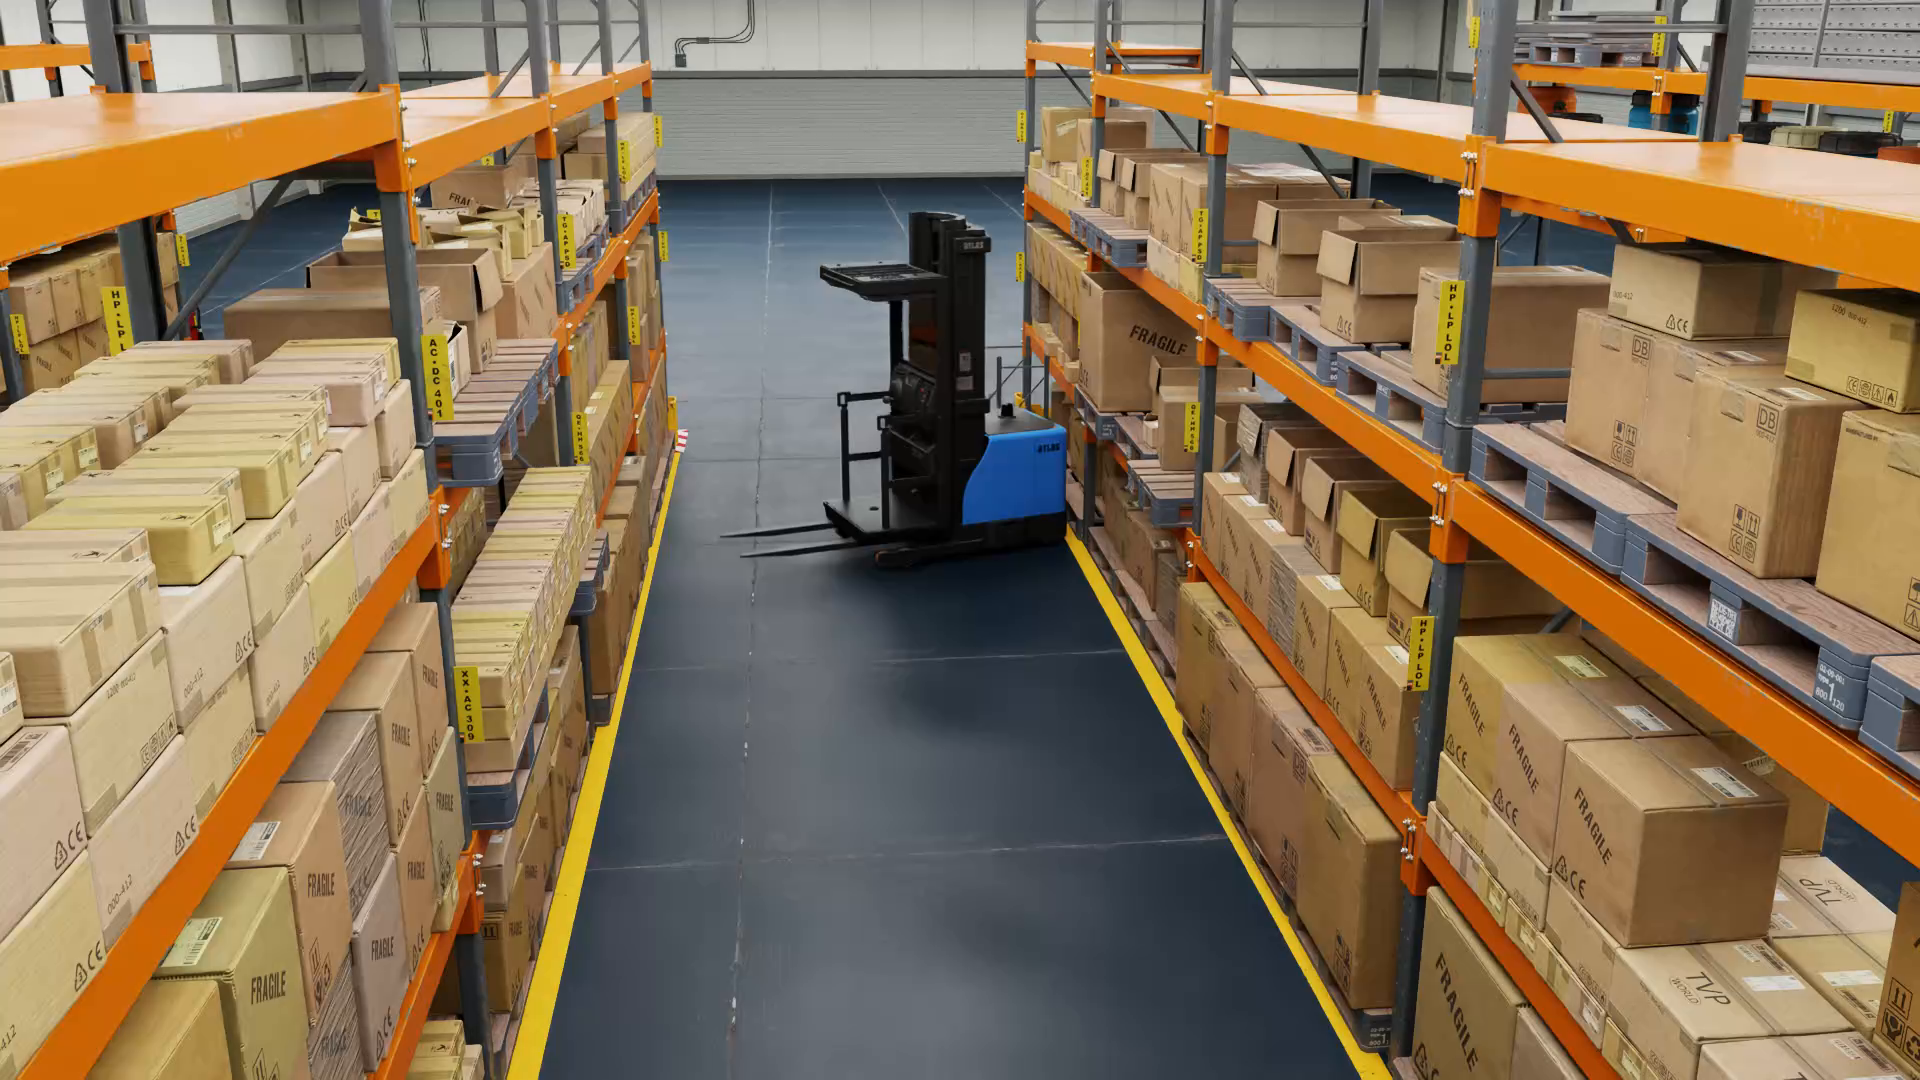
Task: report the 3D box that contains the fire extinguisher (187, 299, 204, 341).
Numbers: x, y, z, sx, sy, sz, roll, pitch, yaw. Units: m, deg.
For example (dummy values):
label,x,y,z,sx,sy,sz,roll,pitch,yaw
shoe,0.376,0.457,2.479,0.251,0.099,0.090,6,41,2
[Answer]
label,x,y,z,sx,sy,sz,roll,pitch,yaw
fire extinguisher,-8.205,-2.315,17.671,0.296,0.674,0.183,-2,18,-6

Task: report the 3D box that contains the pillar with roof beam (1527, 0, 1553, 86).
label,x,y,z,sx,sy,sz,roll,pitch,yaw
pillar with roof beam,10.161,-12.766,40.818,9.100,9.000,0.400,-2,18,-6

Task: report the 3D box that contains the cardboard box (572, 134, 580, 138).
label,x,y,z,sx,sy,sz,roll,pitch,yaw
cardboard box,-3.838,-3.783,16.096,0.500,0.250,0.500,-2,18,-6

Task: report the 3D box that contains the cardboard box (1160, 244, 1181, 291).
label,x,y,z,sx,sy,sz,roll,pitch,yaw
cardboard box,1.673,-1.867,11.359,0.500,0.250,0.500,-2,18,-6

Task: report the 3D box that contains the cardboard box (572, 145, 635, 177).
label,x,y,z,sx,sy,sz,roll,pitch,yaw
cardboard box,-3.152,-3.349,14.714,0.500,0.250,0.500,-2,18,-6

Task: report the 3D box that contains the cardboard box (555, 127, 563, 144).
label,x,y,z,sx,sy,sz,roll,pitch,yaw
cardboard box,-3.786,-3.635,14.961,0.380,0.149,0.250,-2,18,-5

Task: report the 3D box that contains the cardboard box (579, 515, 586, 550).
label,x,y,z,sx,sy,sz,roll,pitch,yaw
cardboard box,-2.351,-0.034,9.500,0.380,0.149,0.250,-1,17,-4

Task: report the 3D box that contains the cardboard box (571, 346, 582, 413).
label,x,y,z,sx,sy,sz,roll,pitch,yaw
cardboard box,-3.058,-1.065,11.725,0.700,0.500,0.500,-2,18,-6

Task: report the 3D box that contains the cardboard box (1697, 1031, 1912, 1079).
label,x,y,z,sx,sy,sz,roll,pitch,yaw
cardboard box,2.437,1.648,4.673,0.500,0.250,0.500,-2,18,-8

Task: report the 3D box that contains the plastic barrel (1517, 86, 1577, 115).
label,x,y,z,sx,sy,sz,roll,pitch,yaw
plastic barrel,6.308,-4.458,17.943,0.600,0.830,0.708,-2,18,-6

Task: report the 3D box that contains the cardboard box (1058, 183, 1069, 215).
label,x,y,z,sx,sy,sz,roll,pitch,yaw
cardboard box,1.210,-3.213,15.645,0.500,0.250,0.500,-2,18,-6

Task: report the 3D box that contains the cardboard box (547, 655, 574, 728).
label,x,y,z,sx,sy,sz,roll,pitch,yaw
cardboard box,-2.519,0.877,9.594,0.500,0.250,0.500,-2,17,-5

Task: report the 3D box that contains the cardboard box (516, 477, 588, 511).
label,x,y,z,sx,sy,sz,roll,pitch,yaw
cardboard box,-2.383,-0.260,9.724,0.380,0.149,0.250,-2,18,-6

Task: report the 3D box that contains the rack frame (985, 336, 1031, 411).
label,x,y,z,sx,sy,sz,roll,pitch,yaw
rack frame,0.458,-1.322,16.883,0.500,1.500,0.032,-2,18,-7

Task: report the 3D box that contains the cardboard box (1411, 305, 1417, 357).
label,x,y,z,sx,sy,sz,roll,pitch,yaw
cardboard box,2.419,-0.953,7.644,0.500,0.311,0.500,-2,18,-8

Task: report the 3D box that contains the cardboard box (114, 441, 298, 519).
label,x,y,z,sx,sy,sz,roll,pitch,yaw
cardboard box,-1.991,-0.155,4.406,0.380,0.149,0.250,-2,18,-7

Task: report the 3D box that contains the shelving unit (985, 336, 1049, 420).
label,x,y,z,sx,sy,sz,roll,pitch,yaw
shelving unit,0.528,-1.168,16.394,0.587,1.500,1.083,-2,18,-7

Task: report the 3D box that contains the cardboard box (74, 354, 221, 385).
label,x,y,z,sx,sy,sz,roll,pitch,yaw
cardboard box,-2.717,-0.523,5.578,0.380,0.149,0.250,-3,18,-8

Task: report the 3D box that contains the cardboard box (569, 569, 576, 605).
label,x,y,z,sx,sy,sz,roll,pitch,yaw
cardboard box,-2.303,0.255,9.076,0.380,0.149,0.250,-3,18,-8

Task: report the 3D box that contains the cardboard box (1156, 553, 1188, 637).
label,x,y,z,sx,sy,sz,roll,pitch,yaw
cardboard box,1.872,0.393,12.356,0.700,0.500,0.500,-3,18,-10

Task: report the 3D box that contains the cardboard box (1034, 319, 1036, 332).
label,x,y,z,sx,sy,sz,roll,pitch,yaw
cardboard box,1.004,-2.322,17.985,0.380,0.149,0.250,-2,18,-6

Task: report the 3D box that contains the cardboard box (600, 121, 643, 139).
label,x,y,z,sx,sy,sz,roll,pitch,yaw
cardboard box,-3.209,-3.882,15.746,0.380,0.149,0.250,-2,18,-5

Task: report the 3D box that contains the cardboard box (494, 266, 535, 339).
label,x,y,z,sx,sy,sz,roll,pitch,yaw
cardboard box,-2.490,-1.122,8.567,0.500,0.500,0.500,-2,18,-6

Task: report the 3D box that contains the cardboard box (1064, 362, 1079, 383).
label,x,y,z,sx,sy,sz,roll,pitch,yaw
cardboard box,1.184,-1.575,15.605,0.380,0.149,0.250,-2,18,-6

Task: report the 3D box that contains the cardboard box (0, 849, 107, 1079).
label,x,y,z,sx,sy,sz,roll,pitch,yaw
cardboard box,-1.880,0.779,2.929,0.500,0.250,0.500,-1,17,-4

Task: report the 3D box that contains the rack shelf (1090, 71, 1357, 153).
label,x,y,z,sx,sy,sz,roll,pitch,yaw
rack shelf,1.824,-3.150,12.056,1.077,0.370,4.000,-2,18,-6

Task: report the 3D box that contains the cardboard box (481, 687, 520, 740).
label,x,y,z,sx,sy,sz,roll,pitch,yaw
cardboard box,-2.084,0.735,7.050,0.380,0.149,0.250,-1,17,-5

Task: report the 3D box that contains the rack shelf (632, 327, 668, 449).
label,x,y,z,sx,sy,sz,roll,pitch,yaw
rack shelf,-3.532,-1.547,16.298,1.077,0.370,4.000,-2,18,-6

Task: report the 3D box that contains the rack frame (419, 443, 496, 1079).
label,x,y,z,sx,sy,sz,roll,pitch,yaw
rack frame,-2.501,1.089,6.701,1.000,3.000,0.127,-2,18,-6

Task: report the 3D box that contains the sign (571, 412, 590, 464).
label,x,y,z,sx,sy,sz,roll,pitch,yaw
sign,-2.375,-0.637,10.397,0.100,0.325,0.005,-2,18,-6

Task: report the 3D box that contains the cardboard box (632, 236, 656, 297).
label,x,y,z,sx,sy,sz,roll,pitch,yaw
cardboard box,-3.590,-2.800,17.036,0.875,0.550,0.550,-2,18,-6

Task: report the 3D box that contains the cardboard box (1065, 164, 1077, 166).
label,x,y,z,sx,sy,sz,roll,pitch,yaw
cardboard box,1.216,-3.531,15.993,0.380,0.149,0.250,-2,18,-8

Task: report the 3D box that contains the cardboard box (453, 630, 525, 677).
label,x,y,z,sx,sy,sz,roll,pitch,yaw
cardboard box,-2.119,0.510,7.269,0.380,0.149,0.250,-1,17,-4

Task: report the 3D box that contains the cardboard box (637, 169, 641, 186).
label,x,y,z,sx,sy,sz,roll,pitch,yaw
cardboard box,-3.159,-3.352,15.390,0.380,0.149,0.250,-2,18,-6

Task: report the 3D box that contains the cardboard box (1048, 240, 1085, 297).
label,x,y,z,sx,sy,sz,roll,pitch,yaw
cardboard box,1.146,-2.657,16.299,0.500,0.500,0.500,-2,18,-6

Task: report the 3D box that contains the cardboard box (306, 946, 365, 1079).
label,x,y,z,sx,sy,sz,roll,pitch,yaw
cardboard box,-2.037,1.492,4.753,0.500,0.500,0.500,-2,18,-7

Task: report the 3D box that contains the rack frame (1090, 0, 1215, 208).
label,x,y,z,sx,sy,sz,roll,pitch,yaw
rack frame,1.618,-4.280,13.786,1.000,3.000,0.127,-2,18,-6

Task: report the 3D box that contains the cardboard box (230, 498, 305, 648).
label,x,y,z,sx,sy,sz,roll,pitch,yaw
cardboard box,-2.024,0.087,4.301,0.500,0.250,0.500,-2,18,-8

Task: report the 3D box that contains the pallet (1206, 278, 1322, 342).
label,x,y,z,sx,sy,sz,roll,pitch,yaw
pallet,2.150,-1.377,9.862,1.213,0.211,1.003,-1,17,-3

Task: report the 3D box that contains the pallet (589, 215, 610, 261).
label,x,y,z,sx,sy,sz,roll,pitch,yaw
pallet,-3.182,-2.363,13.007,0.805,0.209,1.217,-2,18,-8

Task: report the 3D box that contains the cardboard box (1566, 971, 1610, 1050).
label,x,y,z,sx,sy,sz,roll,pitch,yaw
cardboard box,2.277,1.570,5.587,0.380,0.149,0.250,-2,17,-5

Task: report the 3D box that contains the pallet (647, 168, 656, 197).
label,x,y,z,sx,sy,sz,roll,pitch,yaw
pallet,-3.652,-3.654,16.950,1.003,0.211,1.213,-2,18,-6

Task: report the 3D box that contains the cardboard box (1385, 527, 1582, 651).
label,x,y,z,sx,sy,sz,roll,pitch,yaw
cardboard box,2.369,0.249,7.533,0.797,0.503,0.637,-2,18,-7

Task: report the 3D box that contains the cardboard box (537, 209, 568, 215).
label,x,y,z,sx,sy,sz,roll,pitch,yaw
cardboard box,-2.769,-1.962,10.691,0.500,0.311,0.500,-2,18,-6

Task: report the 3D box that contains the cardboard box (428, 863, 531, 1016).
label,x,y,z,sx,sy,sz,roll,pitch,yaw
cardboard box,-2.313,1.853,7.740,0.500,0.500,0.500,-1,17,-3

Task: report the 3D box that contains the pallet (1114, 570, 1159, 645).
label,x,y,z,sx,sy,sz,roll,pitch,yaw
pallet,1.829,0.509,13.203,1.003,0.211,1.213,-2,18,-6

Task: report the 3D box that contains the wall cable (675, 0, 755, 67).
label,x,y,z,sx,sy,sz,roll,pitch,yaw
wall cable,-7.052,-16.543,47.171,2.305,6.003,0.169,-2,18,-6

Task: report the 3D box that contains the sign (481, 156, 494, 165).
label,x,y,z,sx,sy,sz,roll,pitch,yaw
sign,-3.878,-2.992,13.698,0.100,0.325,0.005,-2,18,-6

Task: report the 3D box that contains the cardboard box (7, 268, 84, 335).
label,x,y,z,sx,sy,sz,roll,pitch,yaw
cardboard box,-8.100,-2.069,14.426,0.700,0.500,0.500,-2,18,-5

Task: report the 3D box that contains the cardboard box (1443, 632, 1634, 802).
label,x,y,z,sx,sy,sz,roll,pitch,yaw
cardboard box,2.238,0.688,6.479,0.500,0.500,0.500,-2,18,-6

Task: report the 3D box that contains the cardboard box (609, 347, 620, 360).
label,x,y,z,sx,sy,sz,roll,pitch,yaw
cardboard box,-3.376,-1.476,14.619,0.875,0.550,0.550,-2,18,-6

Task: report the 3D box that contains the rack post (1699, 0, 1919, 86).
label,x,y,z,sx,sy,sz,roll,pitch,yaw
rack post,6.833,-3.944,12.383,1.013,1.000,3.121,-2,18,-6

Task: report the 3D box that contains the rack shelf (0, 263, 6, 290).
label,x,y,z,sx,sy,sz,roll,pitch,yaw
rack shelf,-8.033,-1.604,11.470,1.077,0.370,4.000,-2,18,-6

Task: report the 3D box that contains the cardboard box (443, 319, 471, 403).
label,x,y,z,sx,sy,sz,roll,pitch,yaw
cardboard box,-2.383,-0.769,7.058,0.500,0.311,0.500,-2,18,-6

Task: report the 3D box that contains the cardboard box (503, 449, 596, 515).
label,x,y,z,sx,sy,sz,roll,pitch,yaw
cardboard box,-2.691,-0.293,10.934,0.500,0.500,0.500,-2,17,-5

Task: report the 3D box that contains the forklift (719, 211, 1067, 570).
label,x,y,z,sx,sy,sz,roll,pitch,yaw
forklift,-0.594,-1.321,14.491,3.031,2.935,1.130,-8,19,-23
